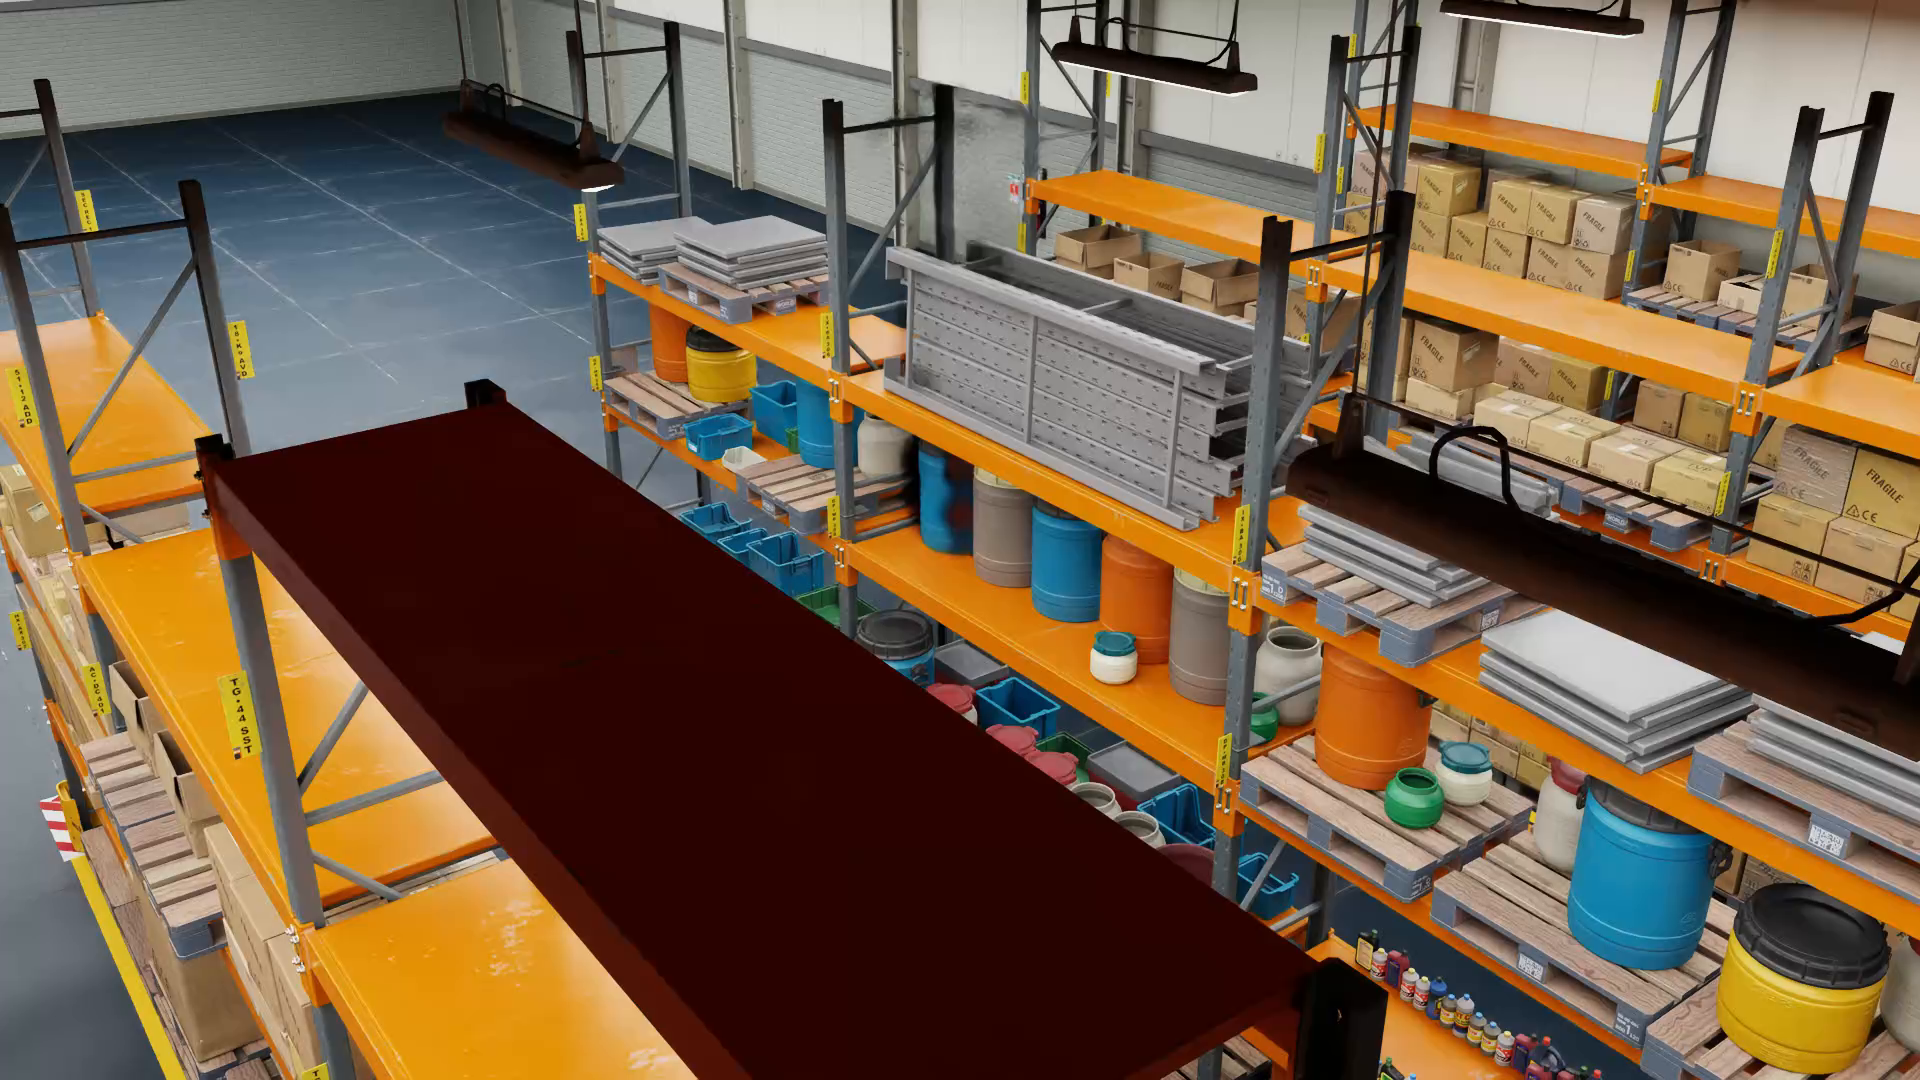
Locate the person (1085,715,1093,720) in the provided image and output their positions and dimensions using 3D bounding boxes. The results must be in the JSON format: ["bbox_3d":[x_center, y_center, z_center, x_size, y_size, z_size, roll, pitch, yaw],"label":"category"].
[{"bbox_3d":[1.454,1.020,14.746,0.921,1.659,0.603,22,33,39],"label":"person"}]

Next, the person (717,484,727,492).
[{"bbox_3d":[-2.704,-1.354,19.930,0.746,1.752,0.554,-6,25,-13],"label":"person"}]
